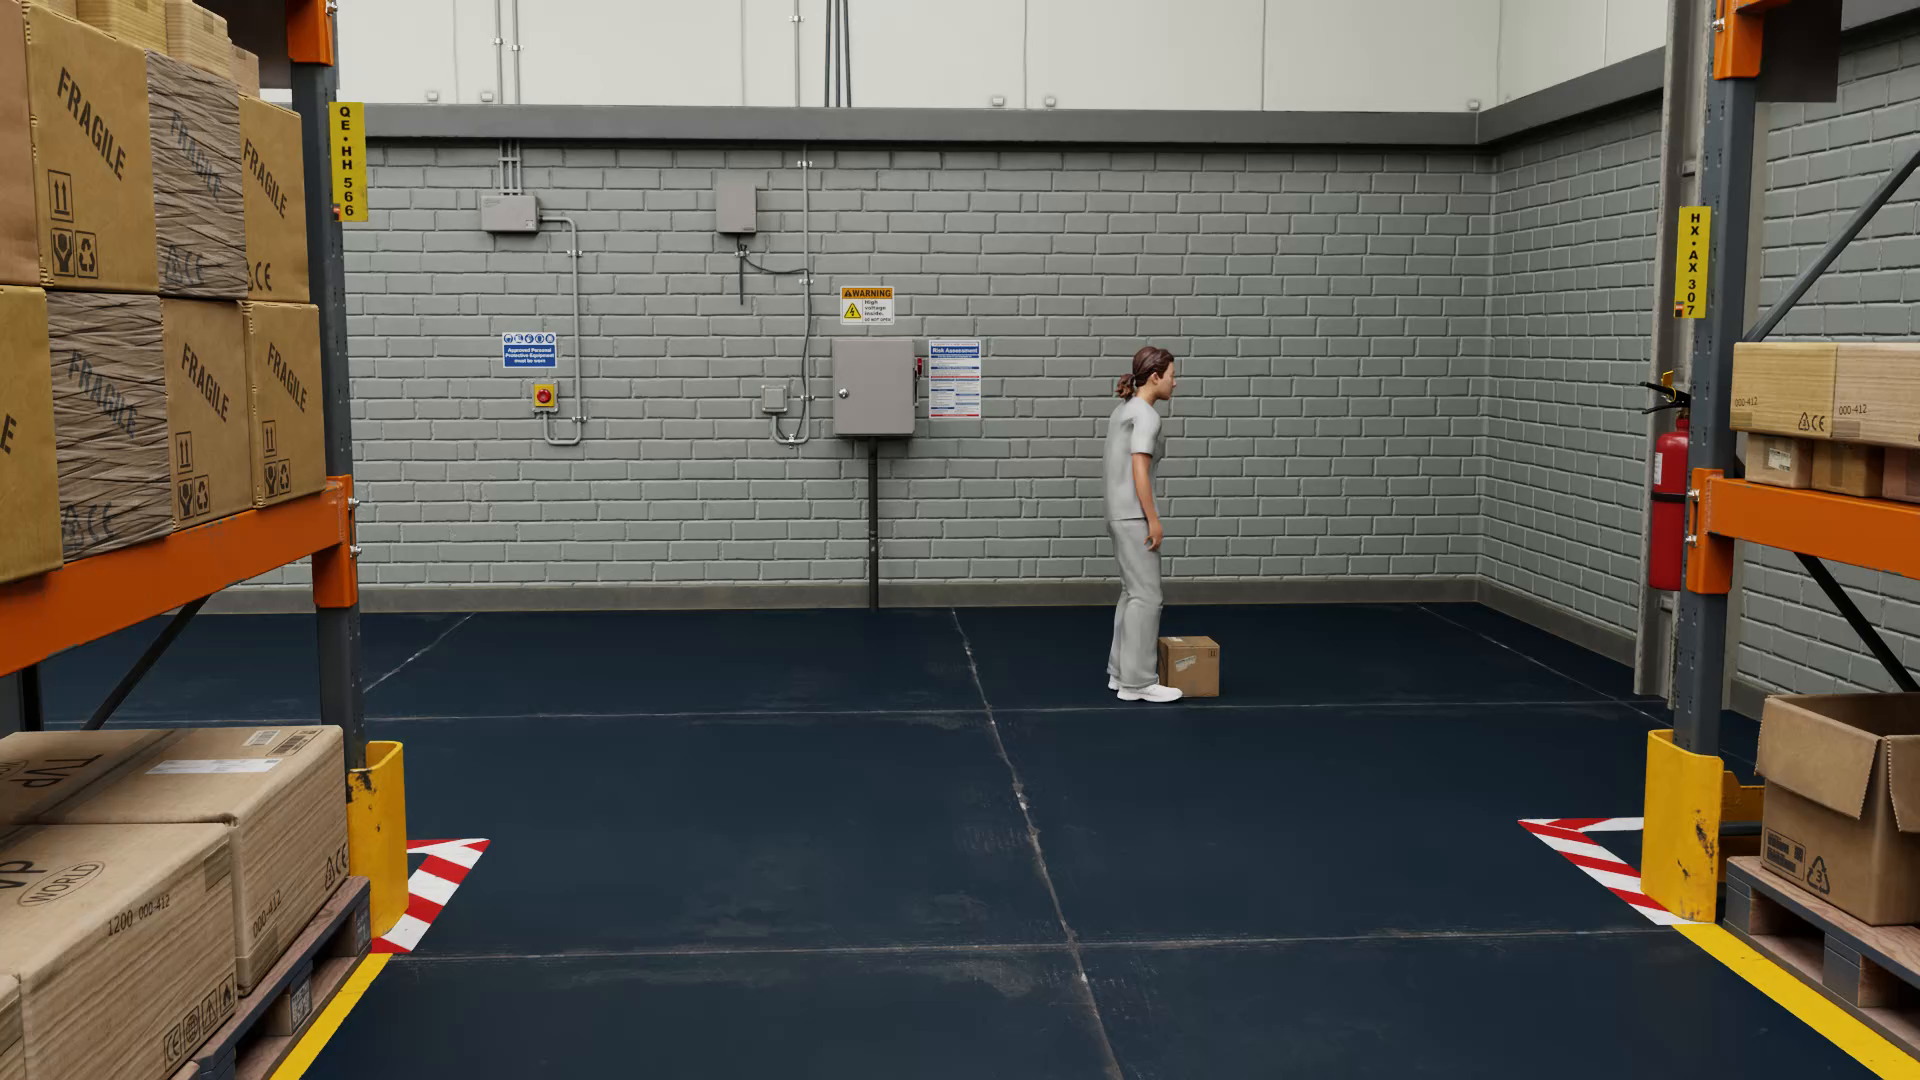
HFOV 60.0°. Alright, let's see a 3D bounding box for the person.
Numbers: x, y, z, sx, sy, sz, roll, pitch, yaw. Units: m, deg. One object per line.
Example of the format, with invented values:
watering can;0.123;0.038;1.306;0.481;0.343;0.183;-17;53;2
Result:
person;0.863;-0.088;7.978;0.352;1.672;0.496;-1;7;-4
